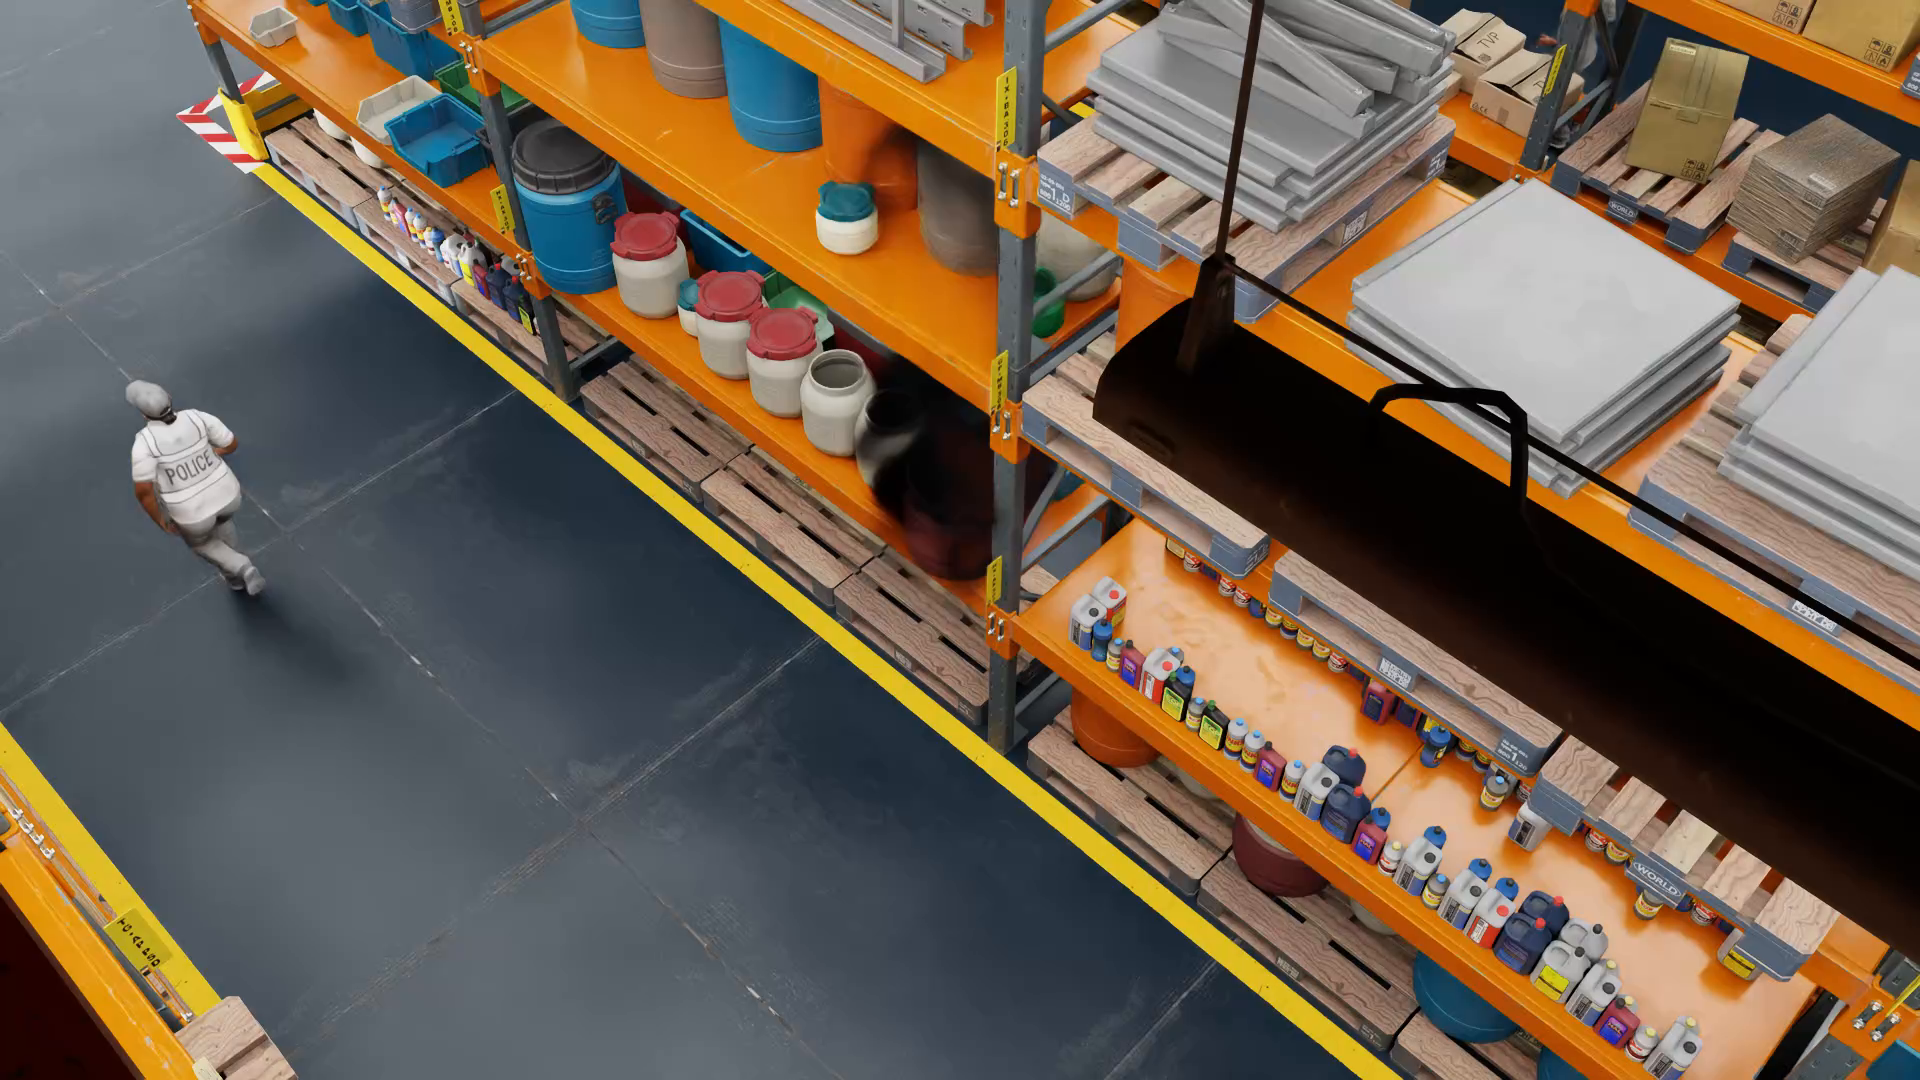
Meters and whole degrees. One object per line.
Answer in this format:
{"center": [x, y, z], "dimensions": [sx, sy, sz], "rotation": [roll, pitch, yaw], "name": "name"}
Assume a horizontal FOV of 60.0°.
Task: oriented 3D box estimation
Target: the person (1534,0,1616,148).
{"center": [4.562, -3.613, 12.411], "dimensions": [0.528, 1.541, 0.517], "rotation": [32, 57, 24], "name": "person"}

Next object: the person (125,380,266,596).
{"center": [-4.326, -0.212, 9.546], "dimensions": [0.669, 1.631, 0.637], "rotation": [33, 57, 24], "name": "person"}
